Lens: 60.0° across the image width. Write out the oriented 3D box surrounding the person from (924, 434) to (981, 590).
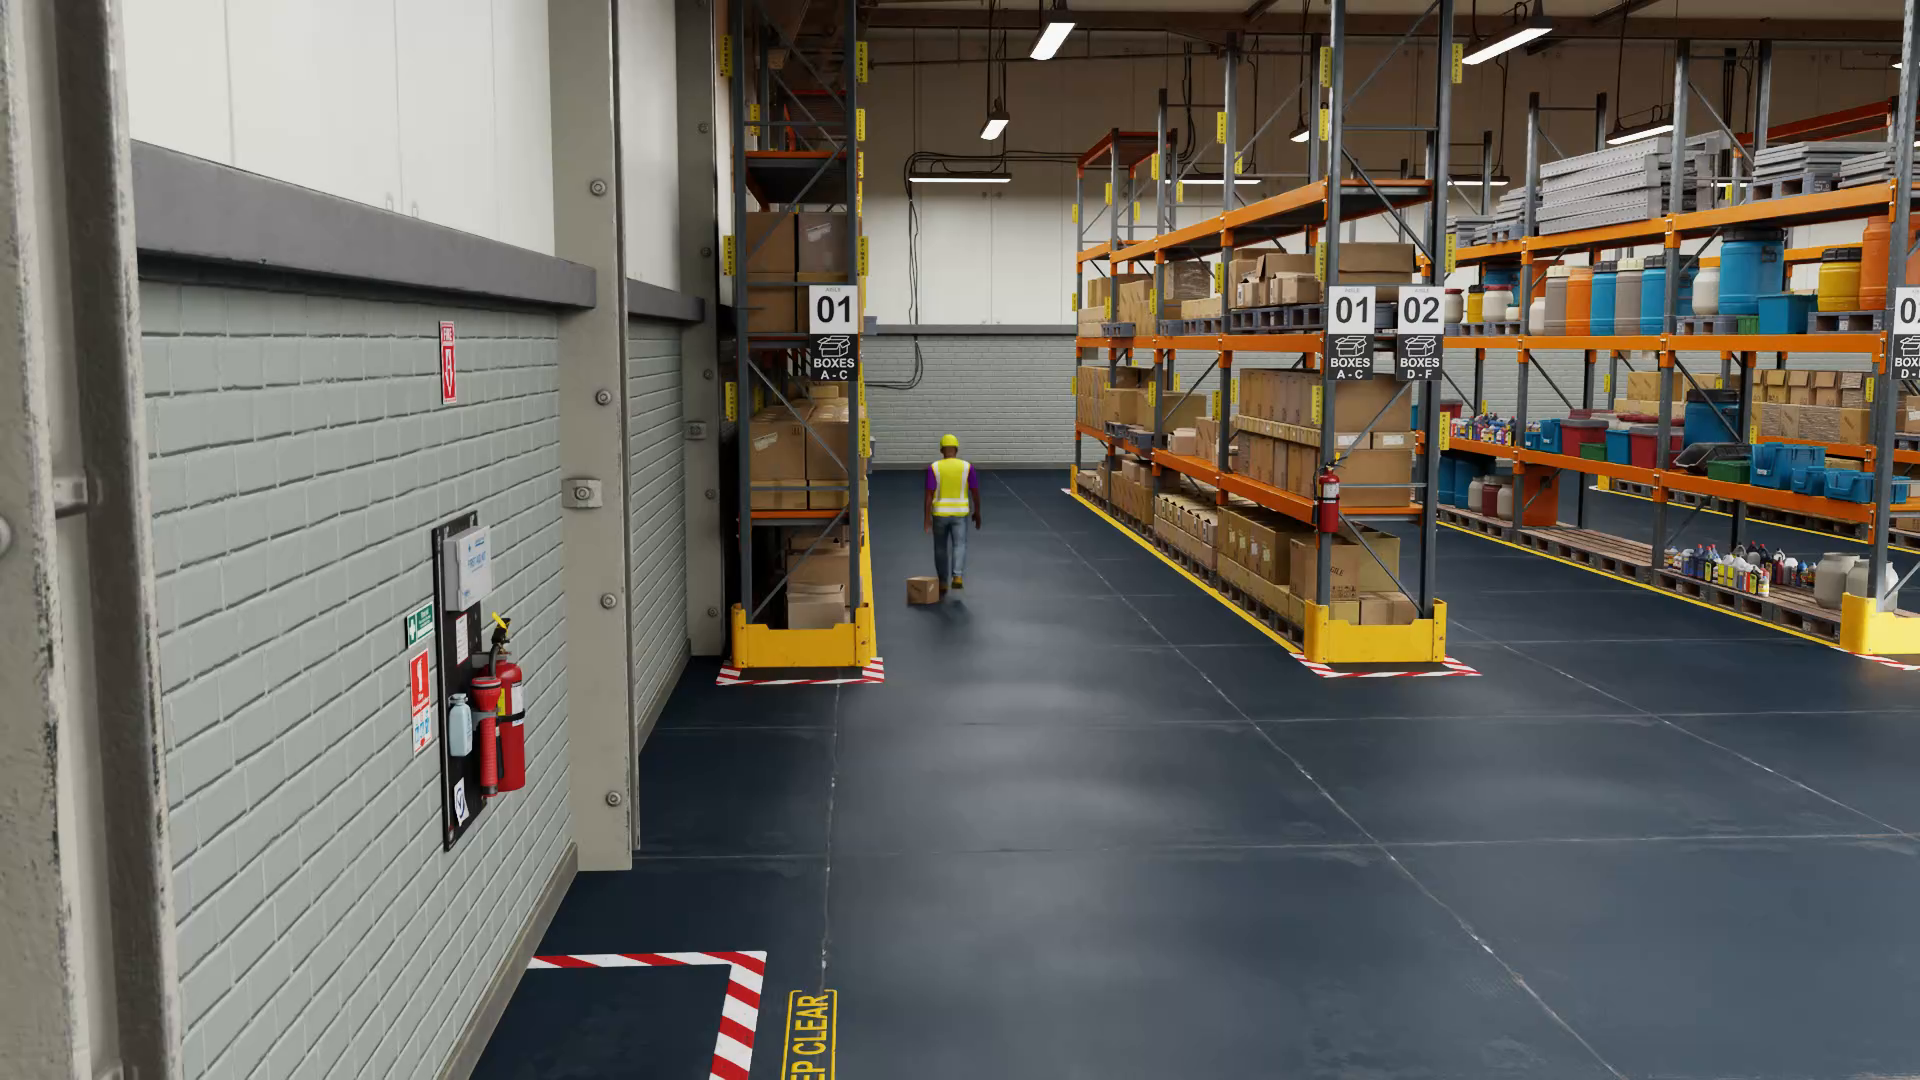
[{"bbox_3d":[-0.080,-0.283,18.040,0.626,1.730,1.007,0,7,-1],"label":"person"}]
